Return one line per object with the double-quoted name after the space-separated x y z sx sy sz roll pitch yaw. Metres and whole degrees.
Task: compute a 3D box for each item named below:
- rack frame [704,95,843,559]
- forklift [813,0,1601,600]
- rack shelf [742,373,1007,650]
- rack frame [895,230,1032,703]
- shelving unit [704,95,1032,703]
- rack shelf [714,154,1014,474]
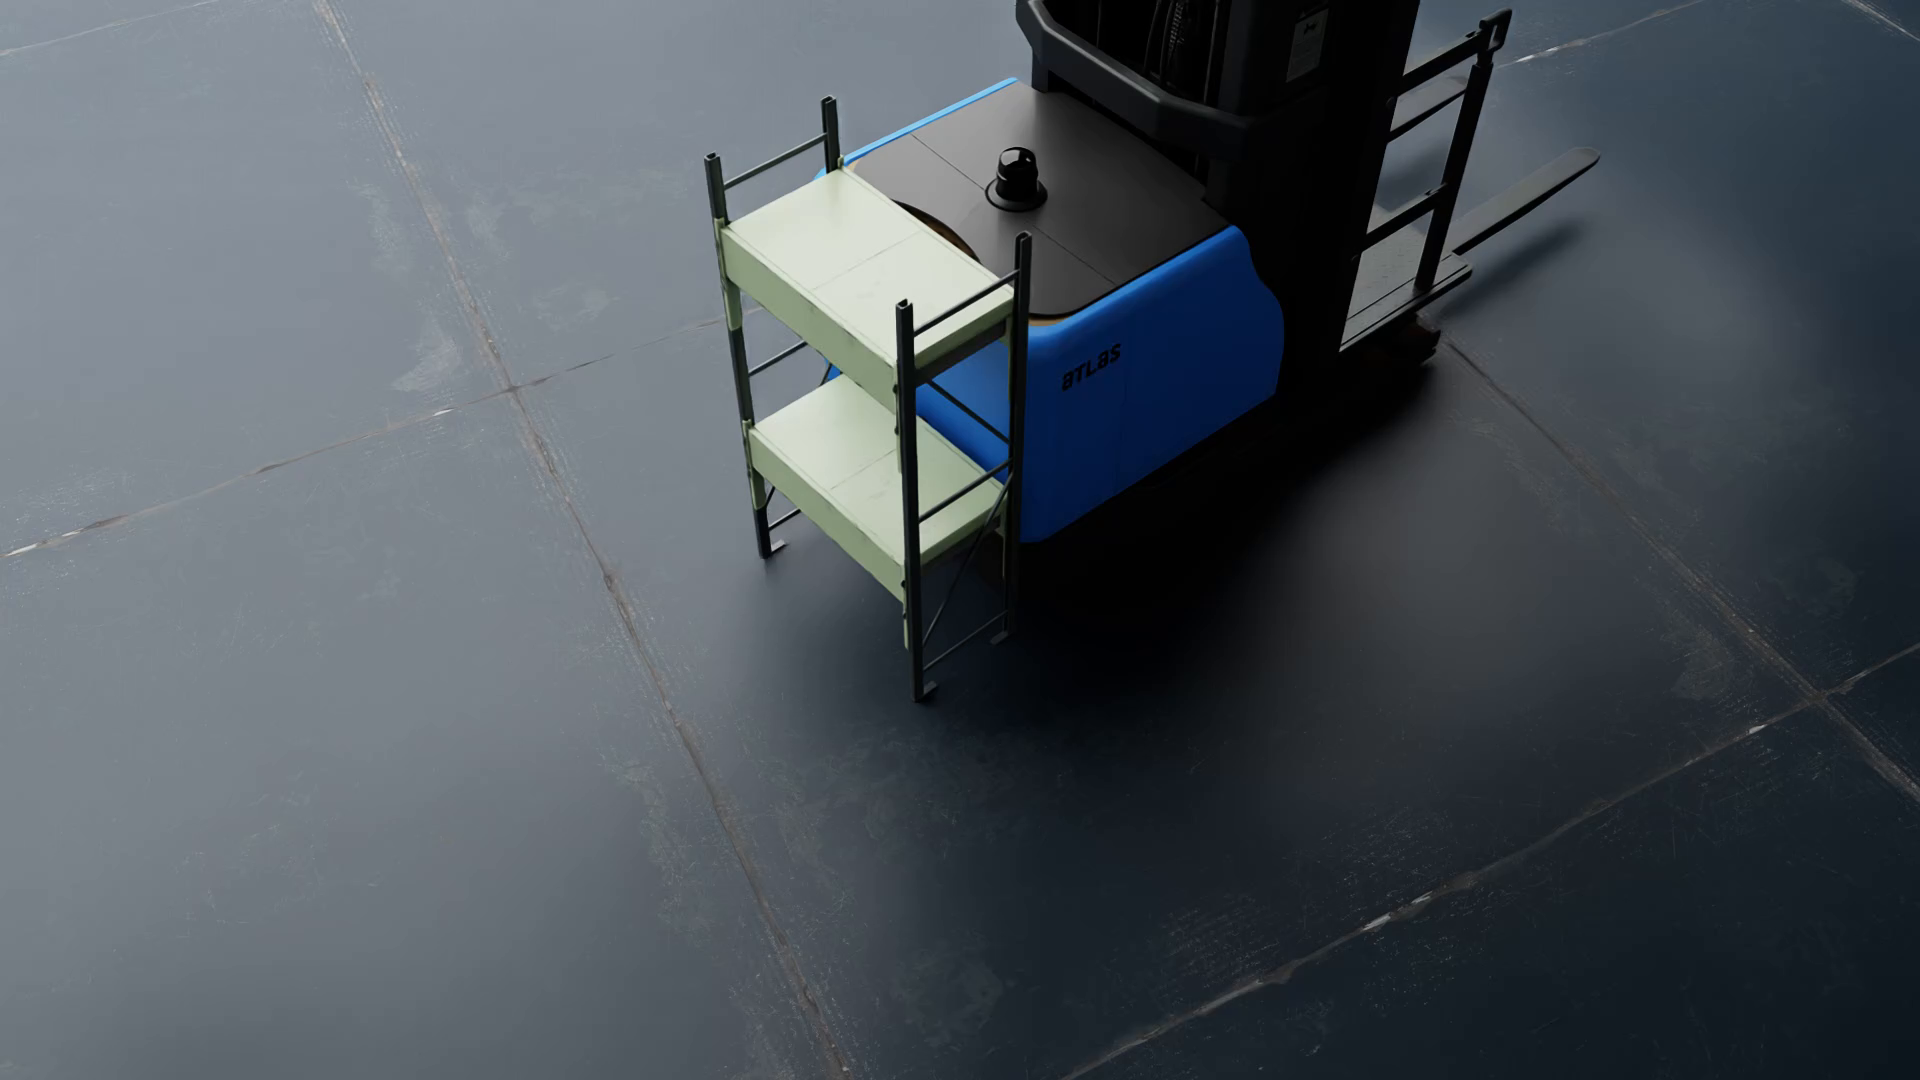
-0.472 -0.539 4.725 0.400 1.500 0.023 -34 57 -26 "rack frame"
1.019 -1.734 4.819 3.031 2.935 1.130 -32 56 -25 "forklift"
-0.230 -0.118 4.790 0.431 0.370 0.720 -34 57 -26 "rack shelf"
0.012 -0.126 4.364 0.400 1.500 0.023 -34 57 -26 "rack frame"
-0.230 -0.333 4.545 0.431 1.500 0.755 -34 57 -26 "shelving unit"
-0.230 -0.590 4.251 0.431 0.370 0.720 -34 57 -26 "rack shelf"
